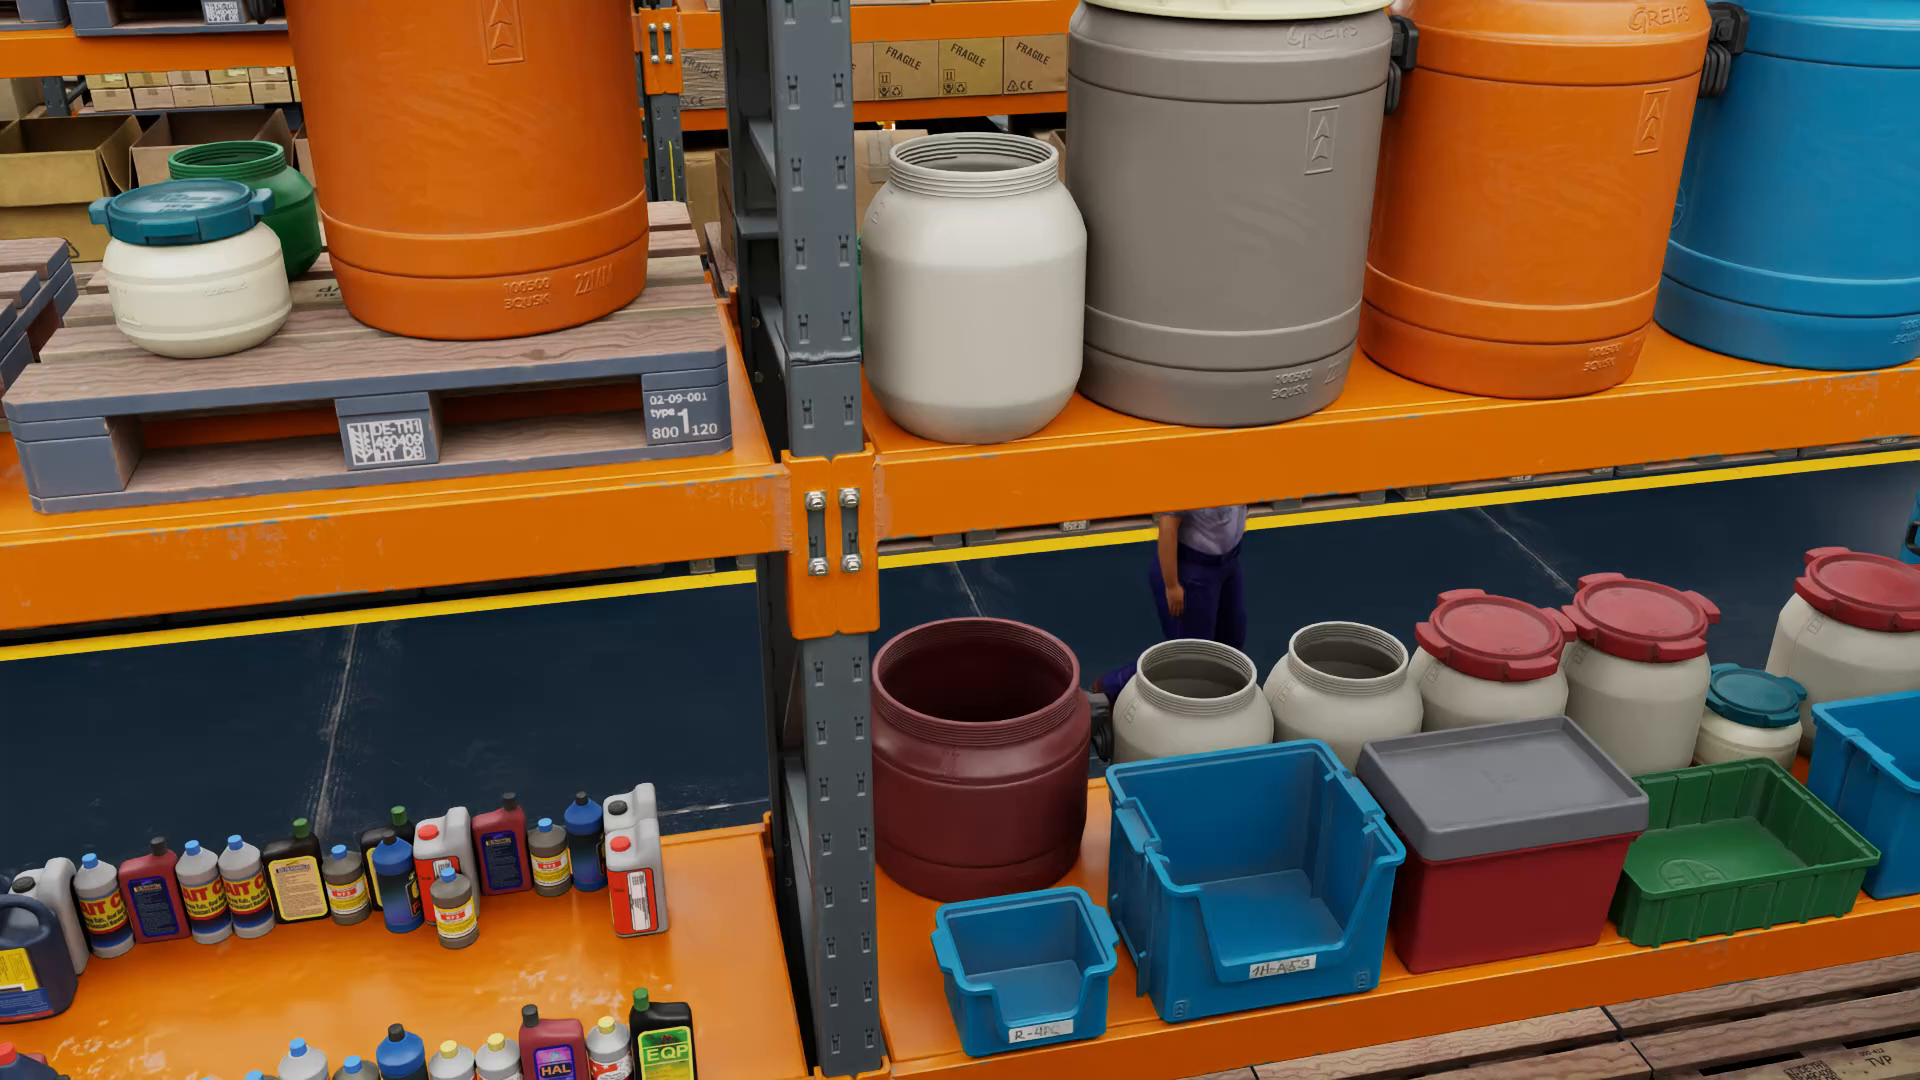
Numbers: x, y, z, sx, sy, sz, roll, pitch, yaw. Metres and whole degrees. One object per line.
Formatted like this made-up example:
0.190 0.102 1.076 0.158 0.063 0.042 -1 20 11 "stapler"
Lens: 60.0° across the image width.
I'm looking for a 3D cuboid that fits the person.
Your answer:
0.963 0.116 6.885 0.672 1.635 0.512 16 31 29 "person"
